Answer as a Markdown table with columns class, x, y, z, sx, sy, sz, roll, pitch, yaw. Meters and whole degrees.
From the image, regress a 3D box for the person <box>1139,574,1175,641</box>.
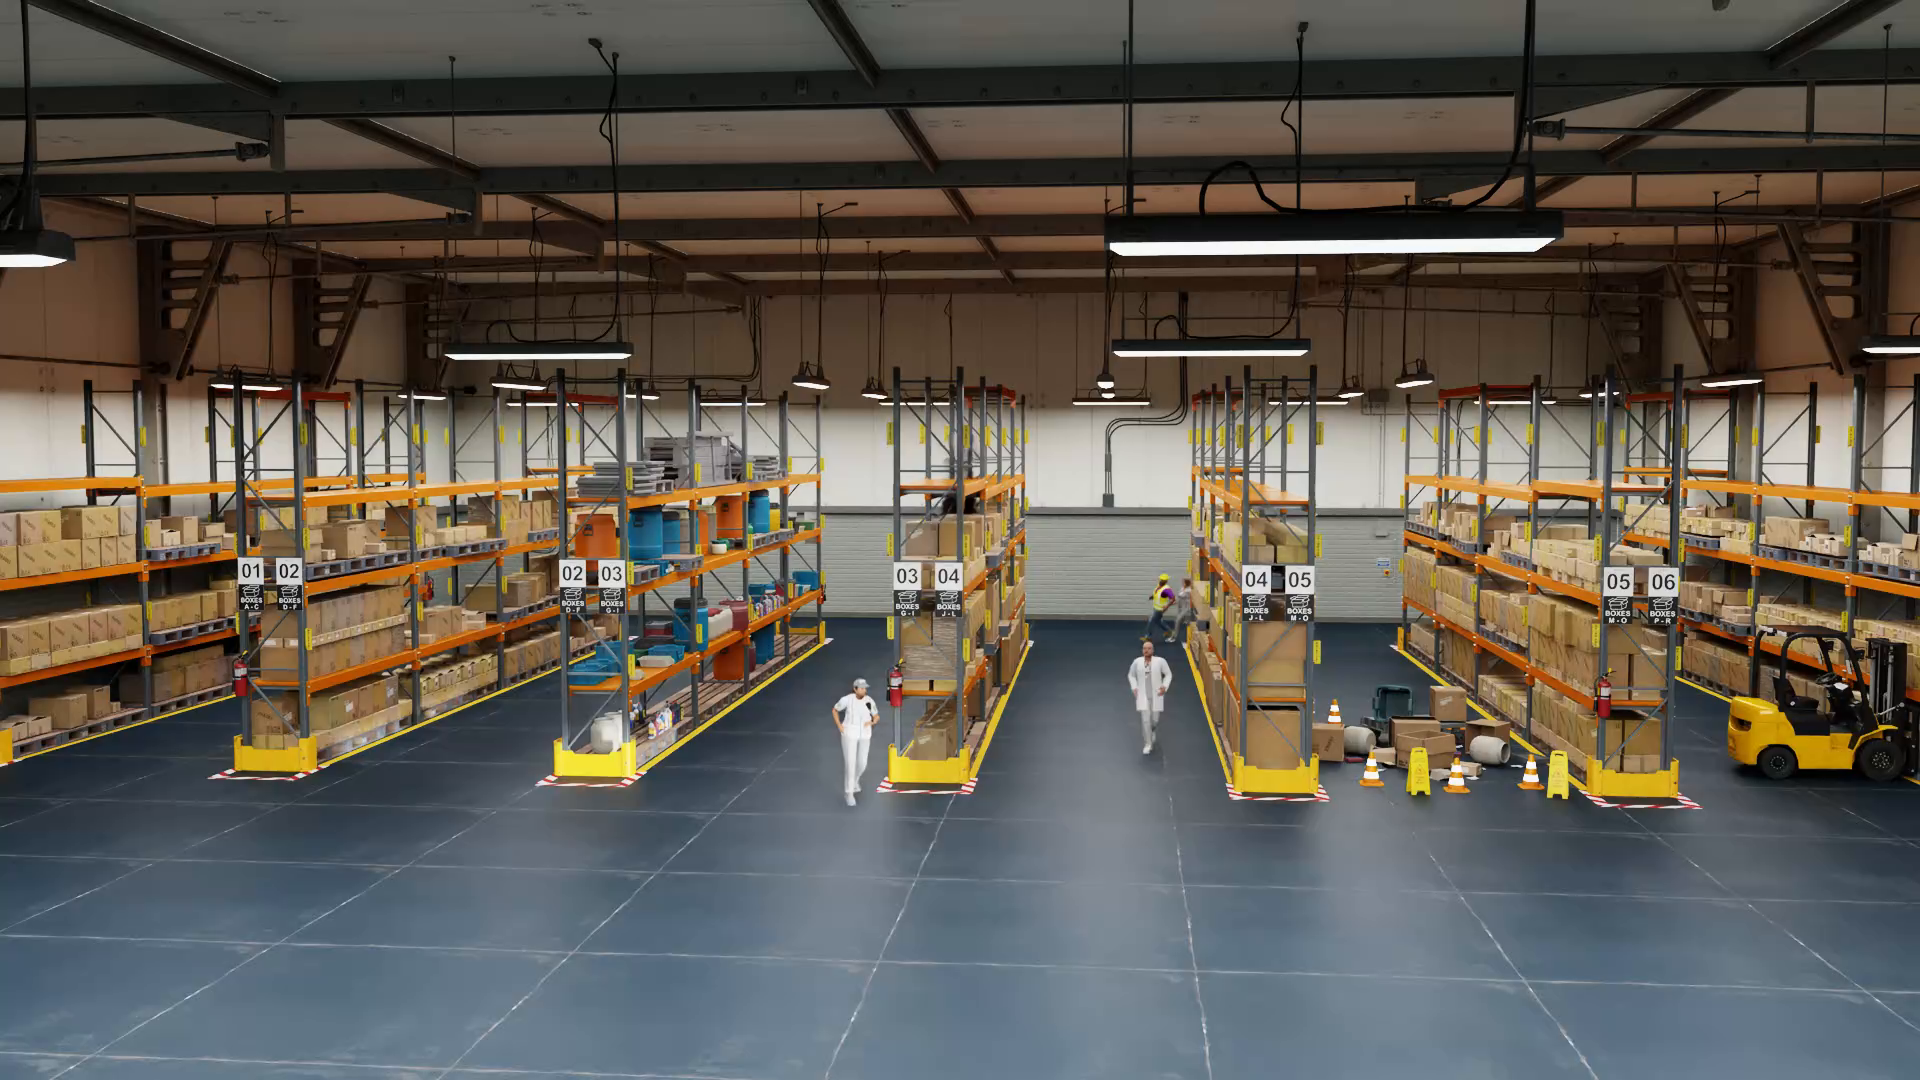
| class | x | y | z | sx | sy | sz | roll | pitch | yaw |
| --- | --- | --- | --- | --- | --- | --- | --- | --- | --- |
| person | 4.811 | 1.641 | 40.611 | 0.877 | 1.674 | 0.868 | 0 | 4 | 6 |

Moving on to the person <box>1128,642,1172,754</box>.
| class | x | y | z | sx | sy | sz | roll | pitch | yaw |
| --- | --- | --- | --- | --- | --- | --- | --- | --- | --- |
| person | 3.019 | 2.533 | 26.502 | 0.707 | 1.673 | 0.672 | 1 | 4 | 11 |

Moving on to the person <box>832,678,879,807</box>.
| class | x | y | z | sx | sy | sz | roll | pitch | yaw |
| --- | --- | --- | --- | --- | --- | --- | --- | --- | --- |
| person | -1.404 | 2.749 | 22.980 | 0.616 | 1.678 | 0.904 | -2 | 4 | -24 |

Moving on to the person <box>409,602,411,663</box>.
| class | x | y | z | sx | sy | sz | roll | pitch | yaw |
| --- | --- | --- | --- | --- | --- | --- | --- | --- | --- |
| person | -11.236 | 2.071 | 34.424 | 0.578 | 1.617 | 0.610 | 0 | 4 | 3 |

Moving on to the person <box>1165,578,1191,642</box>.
| class | x | y | z | sx | sy | sz | roll | pitch | yaw |
| --- | --- | --- | --- | --- | --- | --- | --- | --- | --- |
| person | 5.441 | 1.701 | 40.374 | 0.873 | 1.563 | 0.603 | -2 | 4 | -24 |
